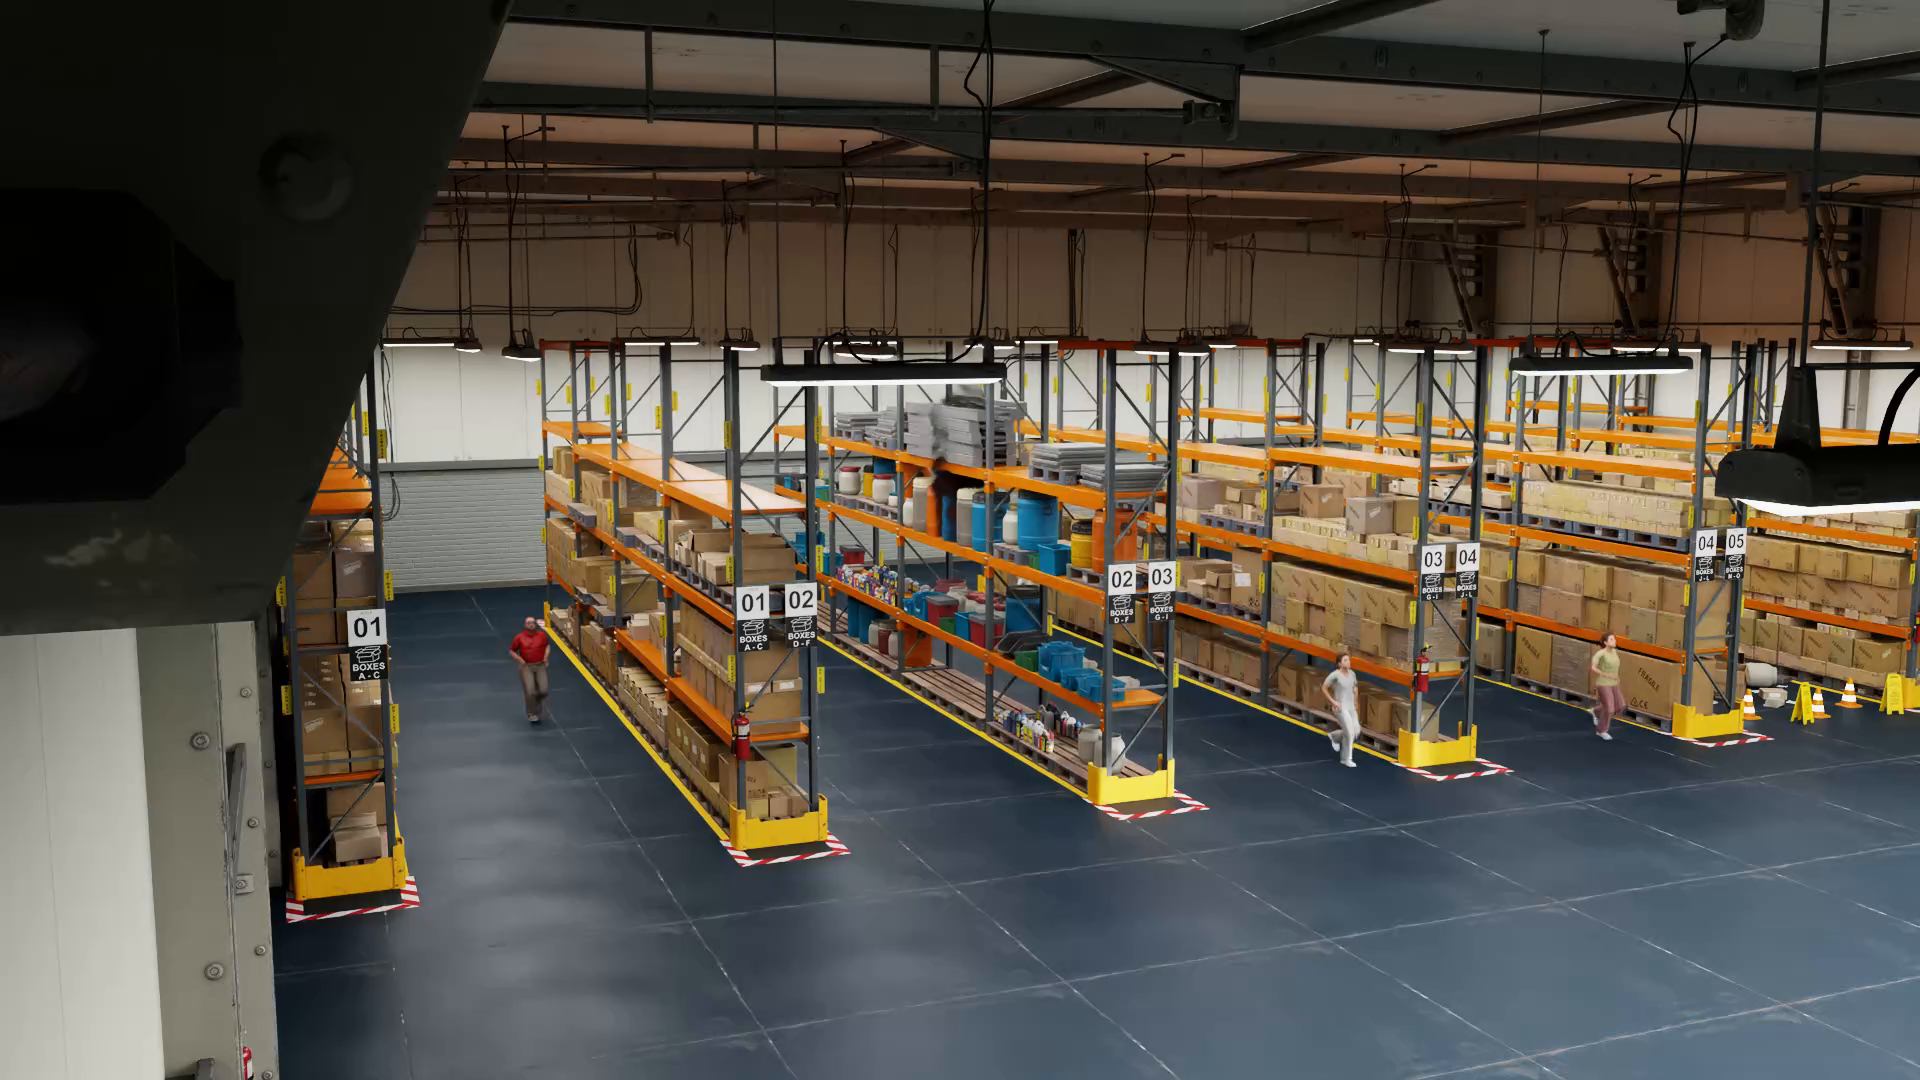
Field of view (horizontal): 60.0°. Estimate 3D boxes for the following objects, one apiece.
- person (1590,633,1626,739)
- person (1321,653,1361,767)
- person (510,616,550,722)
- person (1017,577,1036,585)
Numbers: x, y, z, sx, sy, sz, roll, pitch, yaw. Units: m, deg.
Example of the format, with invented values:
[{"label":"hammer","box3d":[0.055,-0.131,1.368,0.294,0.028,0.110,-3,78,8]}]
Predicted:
[{"label":"person","box3d":[9.906,2.219,25.493,0.602,1.631,0.554,-5,9,-32]},{"label":"person","box3d":[5.510,2.424,24.007,0.597,1.615,0.664,-3,8,-25]},{"label":"person","box3d":[-6.829,2.052,26.550,0.659,1.674,0.622,-4,8,-29]},{"label":"person","box3d":[1.281,1.277,32.687,0.537,1.631,0.793,-5,9,-33]}]
